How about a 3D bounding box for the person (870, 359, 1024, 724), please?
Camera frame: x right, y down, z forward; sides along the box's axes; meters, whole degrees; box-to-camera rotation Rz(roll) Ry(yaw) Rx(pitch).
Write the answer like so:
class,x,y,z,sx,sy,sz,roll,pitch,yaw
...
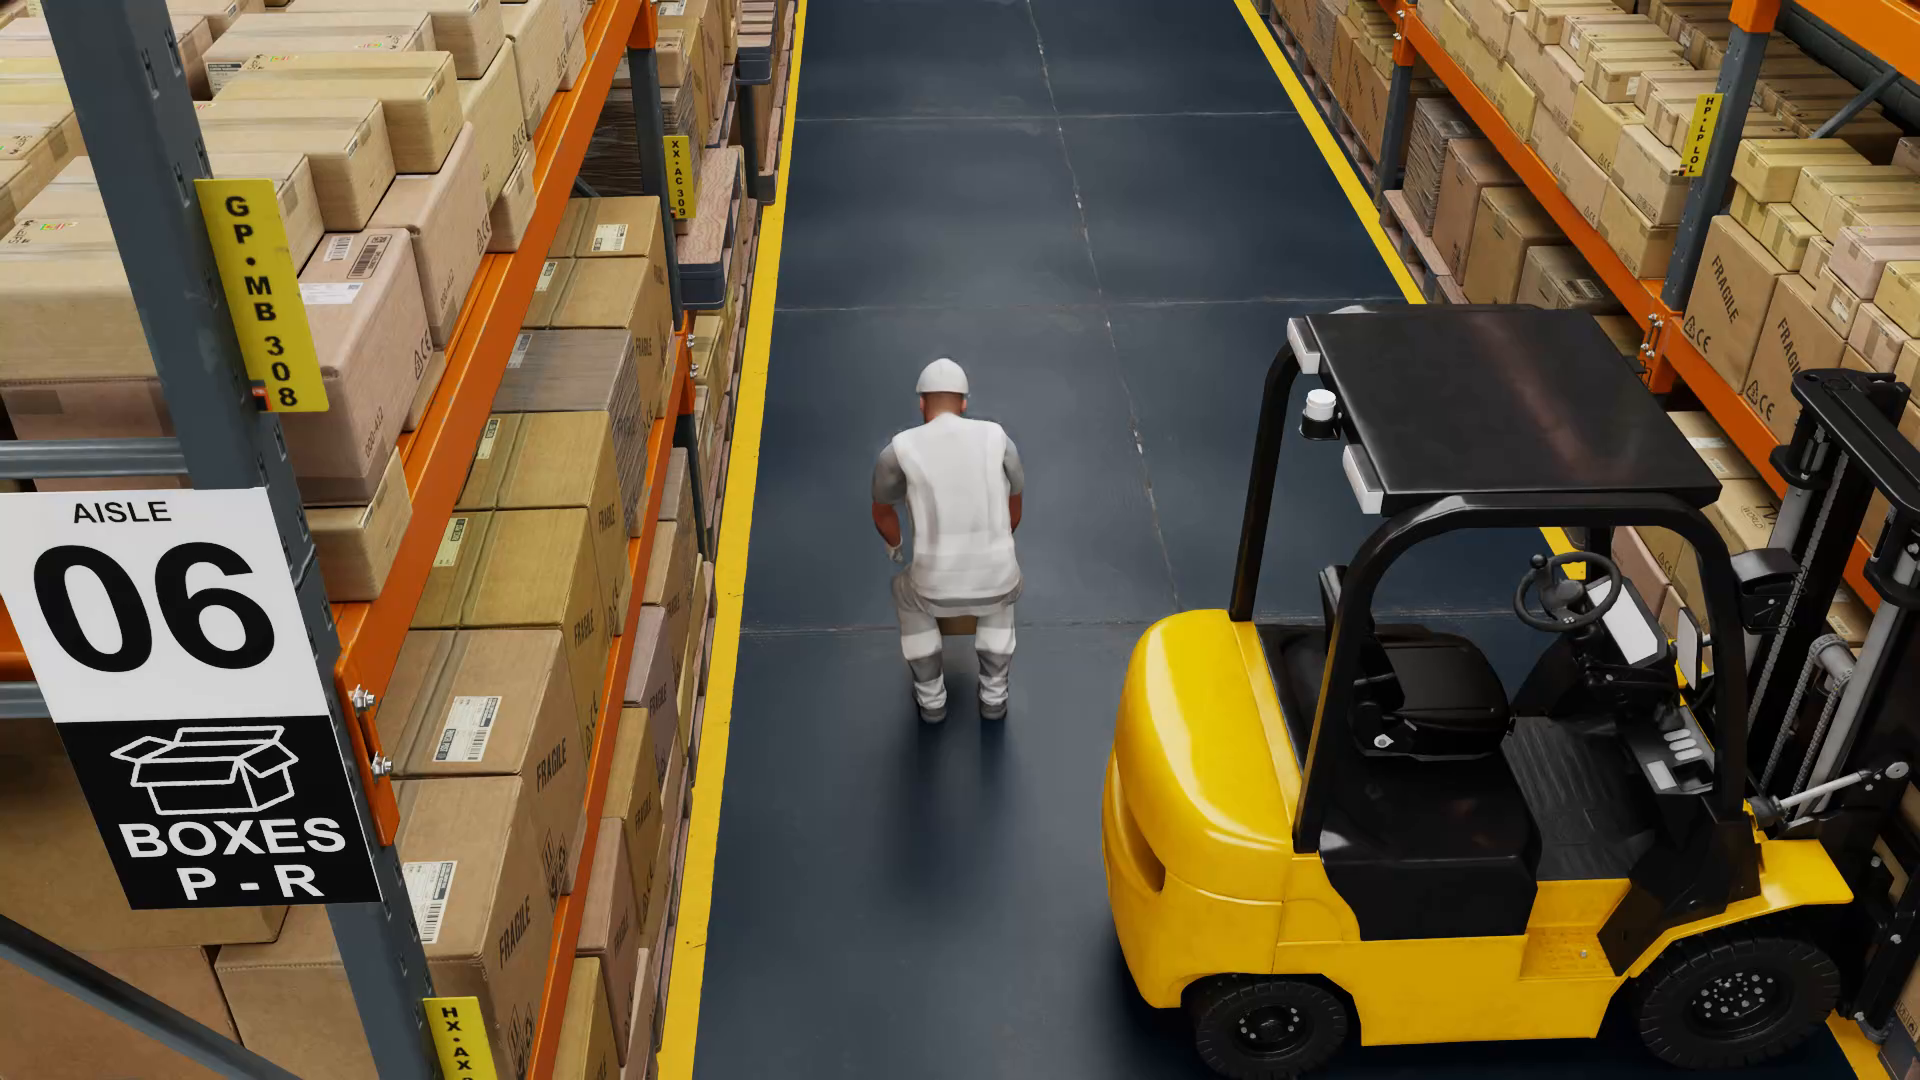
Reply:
class,x,y,z,sx,sy,sz,roll,pitch,yaw
person,-0.044,0.044,6.415,0.585,1.384,0.780,-2,35,-3
